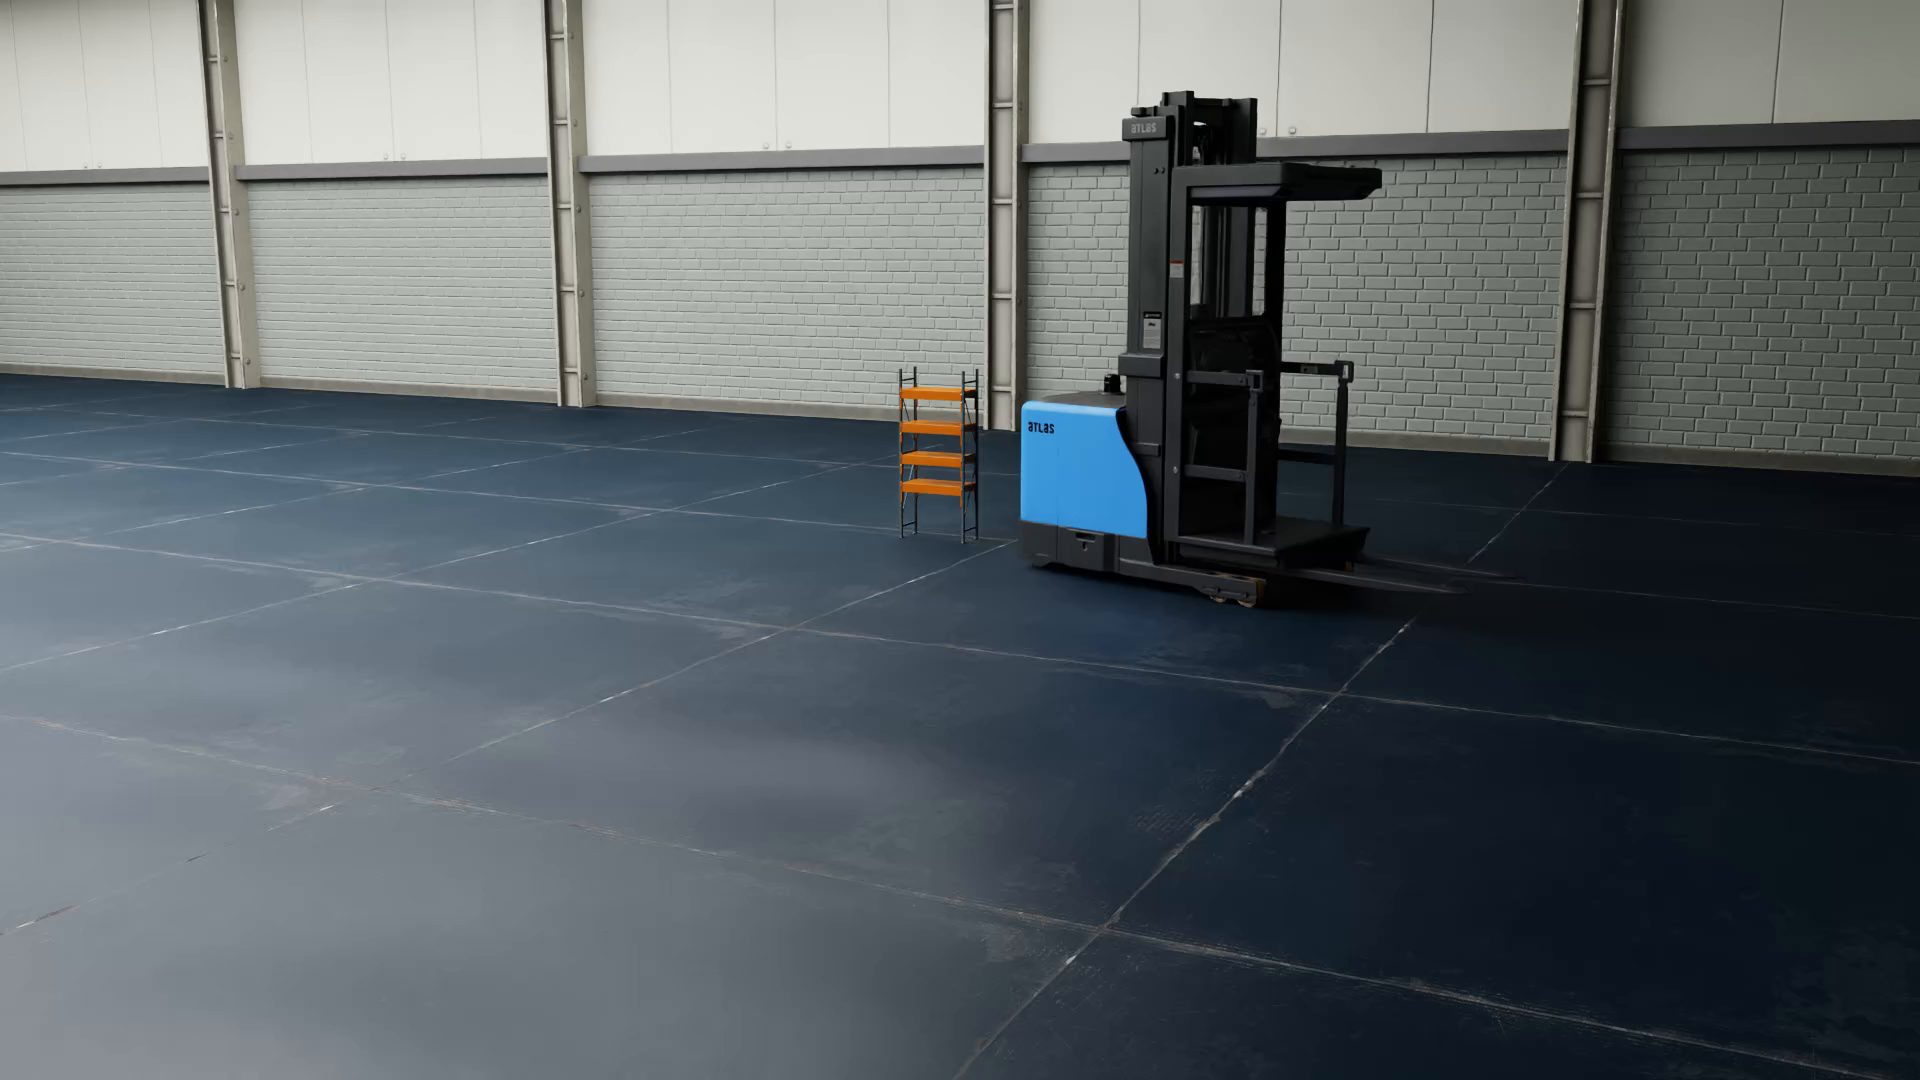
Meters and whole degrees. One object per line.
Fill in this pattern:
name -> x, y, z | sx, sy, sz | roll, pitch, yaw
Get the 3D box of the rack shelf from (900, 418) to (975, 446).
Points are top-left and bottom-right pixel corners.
rack shelf -> -0.148, -0.757, 11.668 | 0.480, 0.148, 0.258 | 5, 11, 26

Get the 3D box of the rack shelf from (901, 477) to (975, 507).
rack shelf -> -0.148, -0.342, 11.743 | 0.480, 0.148, 0.258 | 5, 11, 26

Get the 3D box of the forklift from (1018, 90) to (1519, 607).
forklift -> 1.805, -1.159, 9.905 | 3.031, 2.935, 1.130 | 9, 14, 41

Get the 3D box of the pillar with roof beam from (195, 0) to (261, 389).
pillar with roof beam -> -12.163, -5.929, 19.224 | 0.400, 9.000, 9.100 | 5, 11, 26

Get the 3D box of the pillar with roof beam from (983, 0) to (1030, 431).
pillar with roof beam -> -1.401, -4.984, 13.999 | 0.400, 9.000, 9.100 | 5, 11, 26

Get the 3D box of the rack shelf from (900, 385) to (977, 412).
rack shelf -> -0.148, -0.990, 11.625 | 0.480, 0.148, 0.258 | 5, 11, 26

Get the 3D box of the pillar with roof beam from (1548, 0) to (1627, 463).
pillar with roof beam -> 3.979, -4.511, 11.387 | 0.400, 9.000, 9.100 | 5, 11, 26

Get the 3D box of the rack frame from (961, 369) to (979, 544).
rack frame -> 0.070, -0.584, 11.589 | 0.015, 1.200, 0.240 | 5, 11, 26

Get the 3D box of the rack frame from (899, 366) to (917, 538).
rack frame -> -0.367, -0.623, 11.802 | 0.015, 1.200, 0.240 | 5, 11, 26

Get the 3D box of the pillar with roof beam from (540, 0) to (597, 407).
pillar with roof beam -> -6.782, -5.457, 16.612 | 0.400, 9.000, 9.100 | 5, 11, 26

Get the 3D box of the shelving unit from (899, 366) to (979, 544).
shelving unit -> -0.148, -0.603, 11.695 | 0.503, 1.200, 0.258 | 5, 11, 26

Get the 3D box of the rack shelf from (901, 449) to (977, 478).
rack shelf -> -0.148, -0.537, 11.707 | 0.480, 0.148, 0.258 | 5, 11, 26
